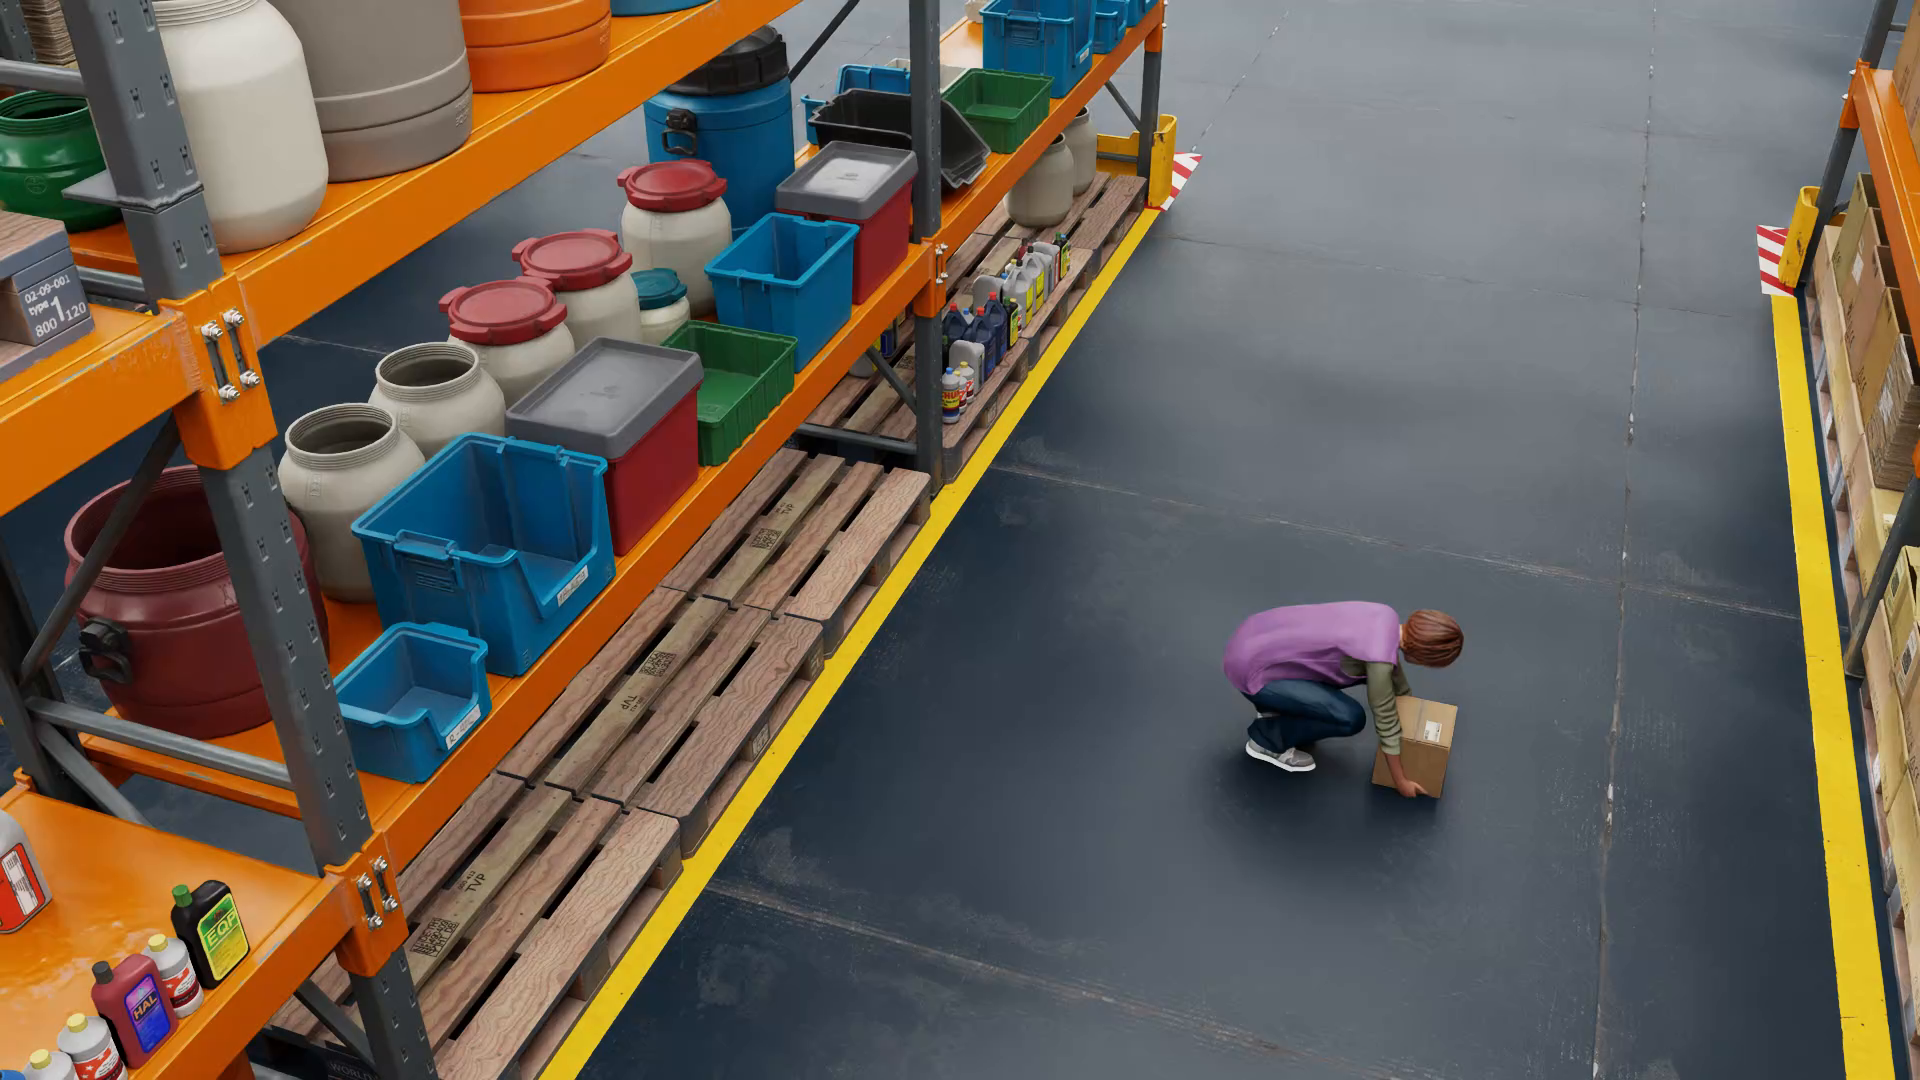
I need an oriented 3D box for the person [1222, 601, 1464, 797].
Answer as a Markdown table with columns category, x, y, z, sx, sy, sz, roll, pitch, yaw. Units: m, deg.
| category | x | y | z | sx | sy | sz | roll | pitch | yaw |
| --- | --- | --- | --- | --- | --- | --- | --- | --- | --- |
| person | 1.397 | 0.556 | 6.210 | 0.839 | 0.734 | 0.432 | 11 | 35 | 16 |
